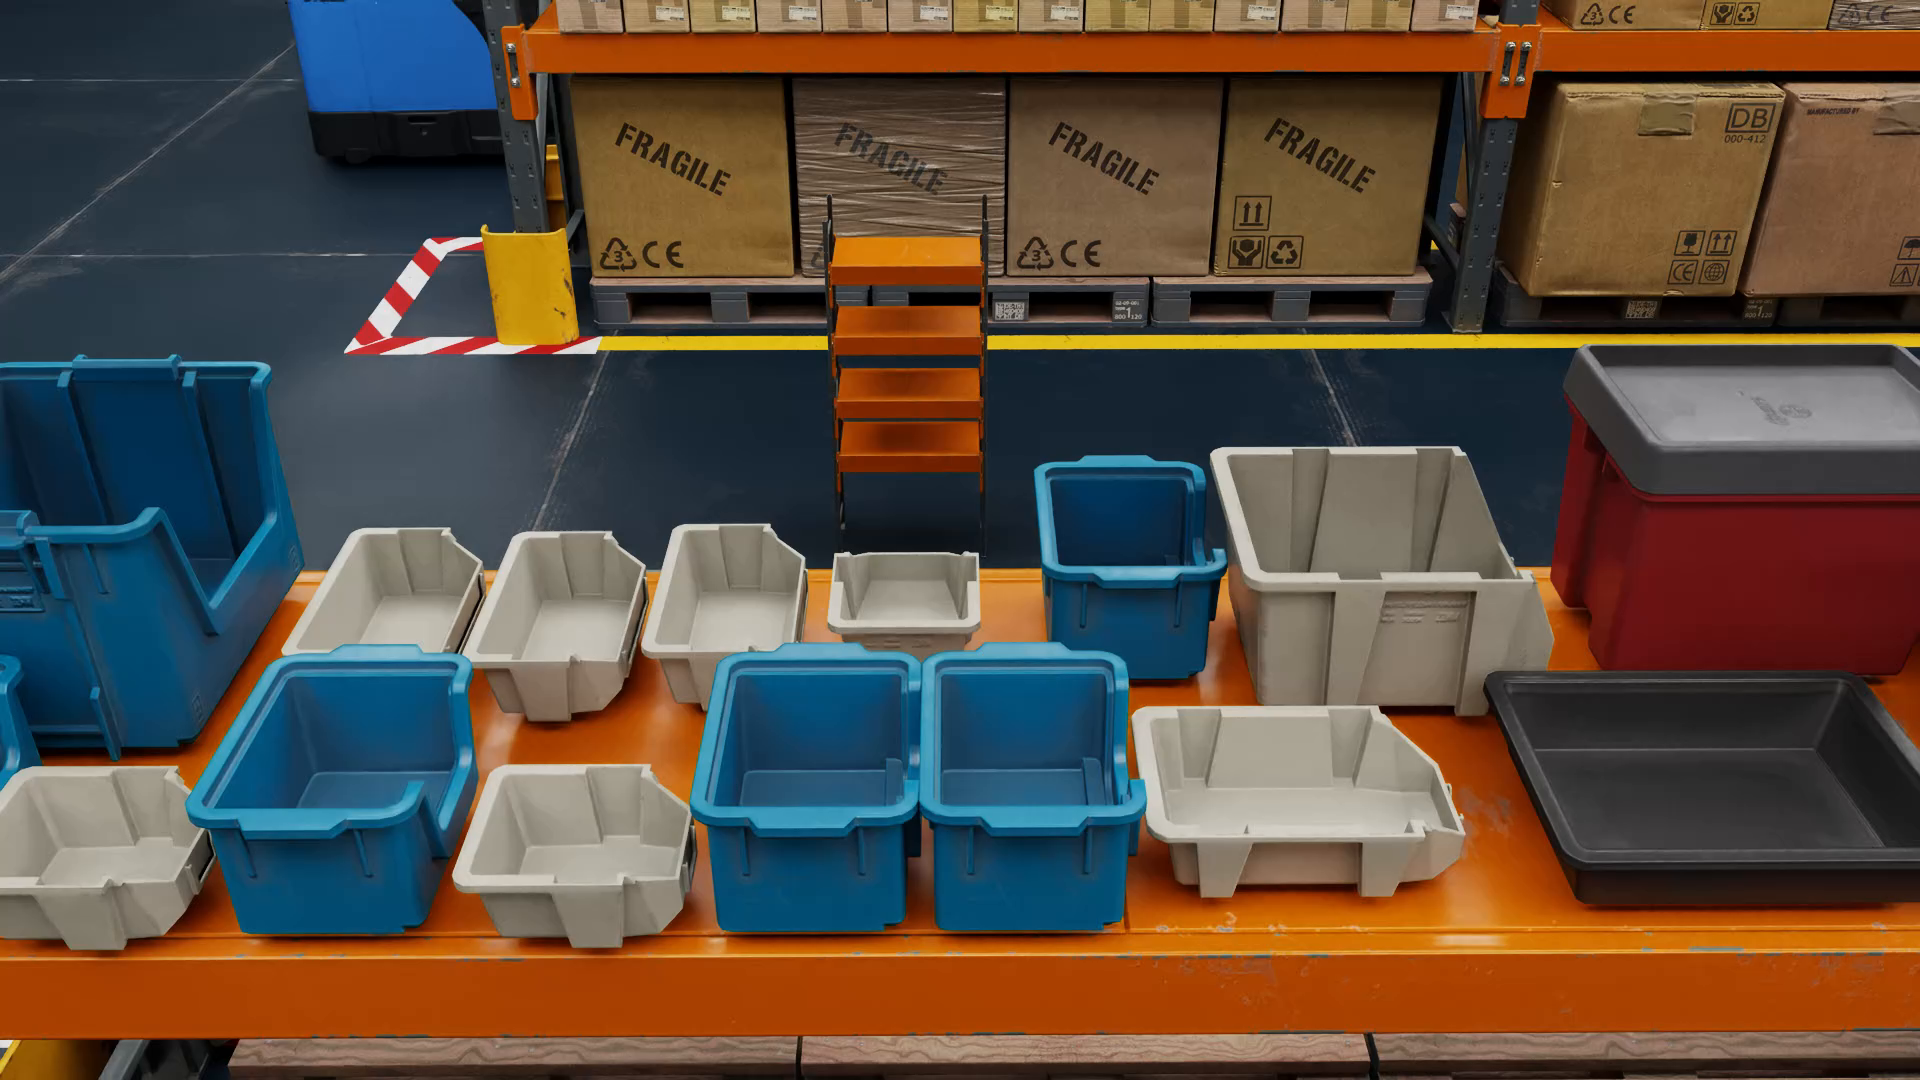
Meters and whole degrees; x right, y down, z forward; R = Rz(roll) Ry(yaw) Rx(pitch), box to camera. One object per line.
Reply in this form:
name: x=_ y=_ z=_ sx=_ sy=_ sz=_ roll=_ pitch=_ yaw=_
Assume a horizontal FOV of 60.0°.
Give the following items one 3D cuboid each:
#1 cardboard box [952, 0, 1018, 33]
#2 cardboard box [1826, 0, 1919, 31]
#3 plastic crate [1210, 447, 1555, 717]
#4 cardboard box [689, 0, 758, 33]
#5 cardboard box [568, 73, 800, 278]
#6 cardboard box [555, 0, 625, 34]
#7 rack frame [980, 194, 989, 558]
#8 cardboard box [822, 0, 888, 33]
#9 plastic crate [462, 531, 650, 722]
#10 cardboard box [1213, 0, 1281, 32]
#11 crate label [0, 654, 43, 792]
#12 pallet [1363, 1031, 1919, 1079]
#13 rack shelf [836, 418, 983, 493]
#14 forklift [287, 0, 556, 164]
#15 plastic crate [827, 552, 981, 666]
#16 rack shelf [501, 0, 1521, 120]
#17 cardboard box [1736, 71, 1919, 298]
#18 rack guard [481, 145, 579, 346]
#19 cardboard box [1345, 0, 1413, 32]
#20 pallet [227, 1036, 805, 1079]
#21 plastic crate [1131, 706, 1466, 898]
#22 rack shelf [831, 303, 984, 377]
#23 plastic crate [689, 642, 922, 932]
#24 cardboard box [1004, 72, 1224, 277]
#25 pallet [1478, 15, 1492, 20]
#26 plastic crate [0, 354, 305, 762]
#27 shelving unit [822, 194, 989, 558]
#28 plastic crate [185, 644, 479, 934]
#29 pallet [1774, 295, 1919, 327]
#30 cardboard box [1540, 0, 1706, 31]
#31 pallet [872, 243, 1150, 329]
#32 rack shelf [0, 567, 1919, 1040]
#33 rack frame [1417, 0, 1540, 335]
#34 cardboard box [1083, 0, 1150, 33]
cardboard box: x=0.095 y=-2.149 z=6.642 sx=0.250 sy=0.149 sz=0.380 roll=-1 pitch=31 yaw=-2
cardboard box: x=3.664 y=-2.351 z=6.637 sx=0.500 sy=0.500 sz=0.500 roll=-1 pitch=31 yaw=-1
plastic crate: x=0.701 y=0.070 z=2.799 sx=0.530 sy=0.282 sz=0.437 roll=0 pitch=31 yaw=0
cardboard box: x=-0.931 y=-2.146 z=6.637 sx=0.250 sy=0.149 sz=0.380 roll=-1 pitch=31 yaw=-1
cardboard box: x=-1.161 y=-1.735 z=7.362 sx=0.875 sy=0.875 sz=0.875 roll=0 pitch=31 yaw=0
cardboard box: x=-1.444 y=-2.143 z=6.633 sx=0.250 sy=0.149 sz=0.380 roll=0 pitch=31 yaw=0
rack frame: x=0.078 y=-0.513 z=5.439 sx=0.015 sy=1.200 sz=0.240 roll=0 pitch=31 yaw=0
cardboard box: x=-0.416 y=-2.147 z=6.639 sx=0.250 sy=0.149 sz=0.380 roll=-1 pitch=31 yaw=-1
plastic crate: x=-0.666 y=0.146 z=2.814 sx=0.243 sy=0.136 sz=0.396 roll=0 pitch=31 yaw=0
cardboard box: x=1.125 y=-2.152 z=6.648 sx=0.250 sy=0.149 sz=0.380 roll=0 pitch=31 yaw=1
crate label: x=-1.522 y=0.365 z=2.361 sx=0.303 sy=0.233 sz=0.416 roll=0 pitch=31 yaw=0
pallet: x=1.494 y=1.351 z=3.320 sx=1.213 sy=0.211 sz=1.003 roll=0 pitch=31 yaw=0
rack shelf: x=-0.166 y=-0.285 z=5.576 sx=0.480 sy=0.148 sz=0.258 roll=0 pitch=31 yaw=0
forklift: x=-2.054 y=-3.599 z=8.856 sx=3.031 sy=2.935 sz=1.130 roll=-2 pitch=31 yaw=-3
plastic crate: x=-0.092 y=0.122 z=2.854 sx=0.250 sy=0.136 sz=0.298 roll=0 pitch=31 yaw=0
rack shelf: x=0.199 y=-2.119 z=7.045 sx=4.000 sy=0.370 sz=1.077 roll=0 pitch=31 yaw=0
cardboard box: x=3.733 y=-1.720 z=7.336 sx=0.875 sy=0.875 sz=1.225 roll=-1 pitch=31 yaw=-2
rack guard: x=-1.825 y=-1.352 z=7.496 sx=0.348 sy=0.500 sz=1.175 roll=0 pitch=31 yaw=0
cardboard box: x=1.638 y=-2.154 z=6.650 sx=0.250 sy=0.149 sz=0.380 roll=0 pitch=31 yaw=1
pallet: x=-0.946 y=1.358 z=3.308 sx=1.213 sy=0.211 sz=1.003 roll=0 pitch=31 yaw=0
plastic crate: x=0.490 y=0.385 z=2.421 sx=0.466 sy=0.136 sz=0.293 roll=0 pitch=31 yaw=0
rack shelf: x=-0.166 y=-0.646 z=5.357 sx=0.480 sy=0.148 sz=0.258 roll=0 pitch=31 yaw=0
plastic crate: x=-0.205 y=0.360 z=2.368 sx=0.300 sy=0.233 sz=0.416 roll=0 pitch=31 yaw=0
cardboard box: x=0.639 y=-1.741 z=7.371 sx=0.875 sy=0.875 sz=0.875 roll=0 pitch=31 yaw=0
pallet: x=3.049 y=-3.817 z=11.838 sx=1.213 sy=0.211 sz=1.003 roll=0 pitch=31 yaw=0
plastic crate: x=-1.437 y=0.010 z=2.750 sx=0.499 sy=0.435 sz=0.616 roll=0 pitch=31 yaw=0
shelving unit: x=-0.166 y=-0.512 z=5.438 sx=0.503 sy=1.200 sz=0.258 roll=0 pitch=31 yaw=0
plastic crate: x=-0.864 y=0.363 z=2.364 sx=0.300 sy=0.233 sz=0.416 roll=0 pitch=31 yaw=0
pallet: x=4.194 y=-1.288 z=7.669 sx=1.213 sy=0.211 sz=1.003 roll=0 pitch=31 yaw=0
cardboard box: x=2.661 y=-2.347 z=6.631 sx=0.500 sy=0.500 sz=0.500 roll=0 pitch=31 yaw=0
pallet: x=0.215 y=-1.274 z=7.646 sx=1.213 sy=0.211 sz=1.003 roll=0 pitch=31 yaw=0
rack shelf: x=0.229 y=0.450 z=2.810 sx=4.000 sy=0.370 sz=1.077 roll=0 pitch=31 yaw=0
rack frame: x=2.199 y=-2.433 z=6.868 sx=0.127 sy=3.000 sz=1.000 roll=0 pitch=31 yaw=0
cardboard box: x=0.611 y=-2.150 z=6.645 sx=0.250 sy=0.149 sz=0.380 roll=-1 pitch=31 yaw=-1
